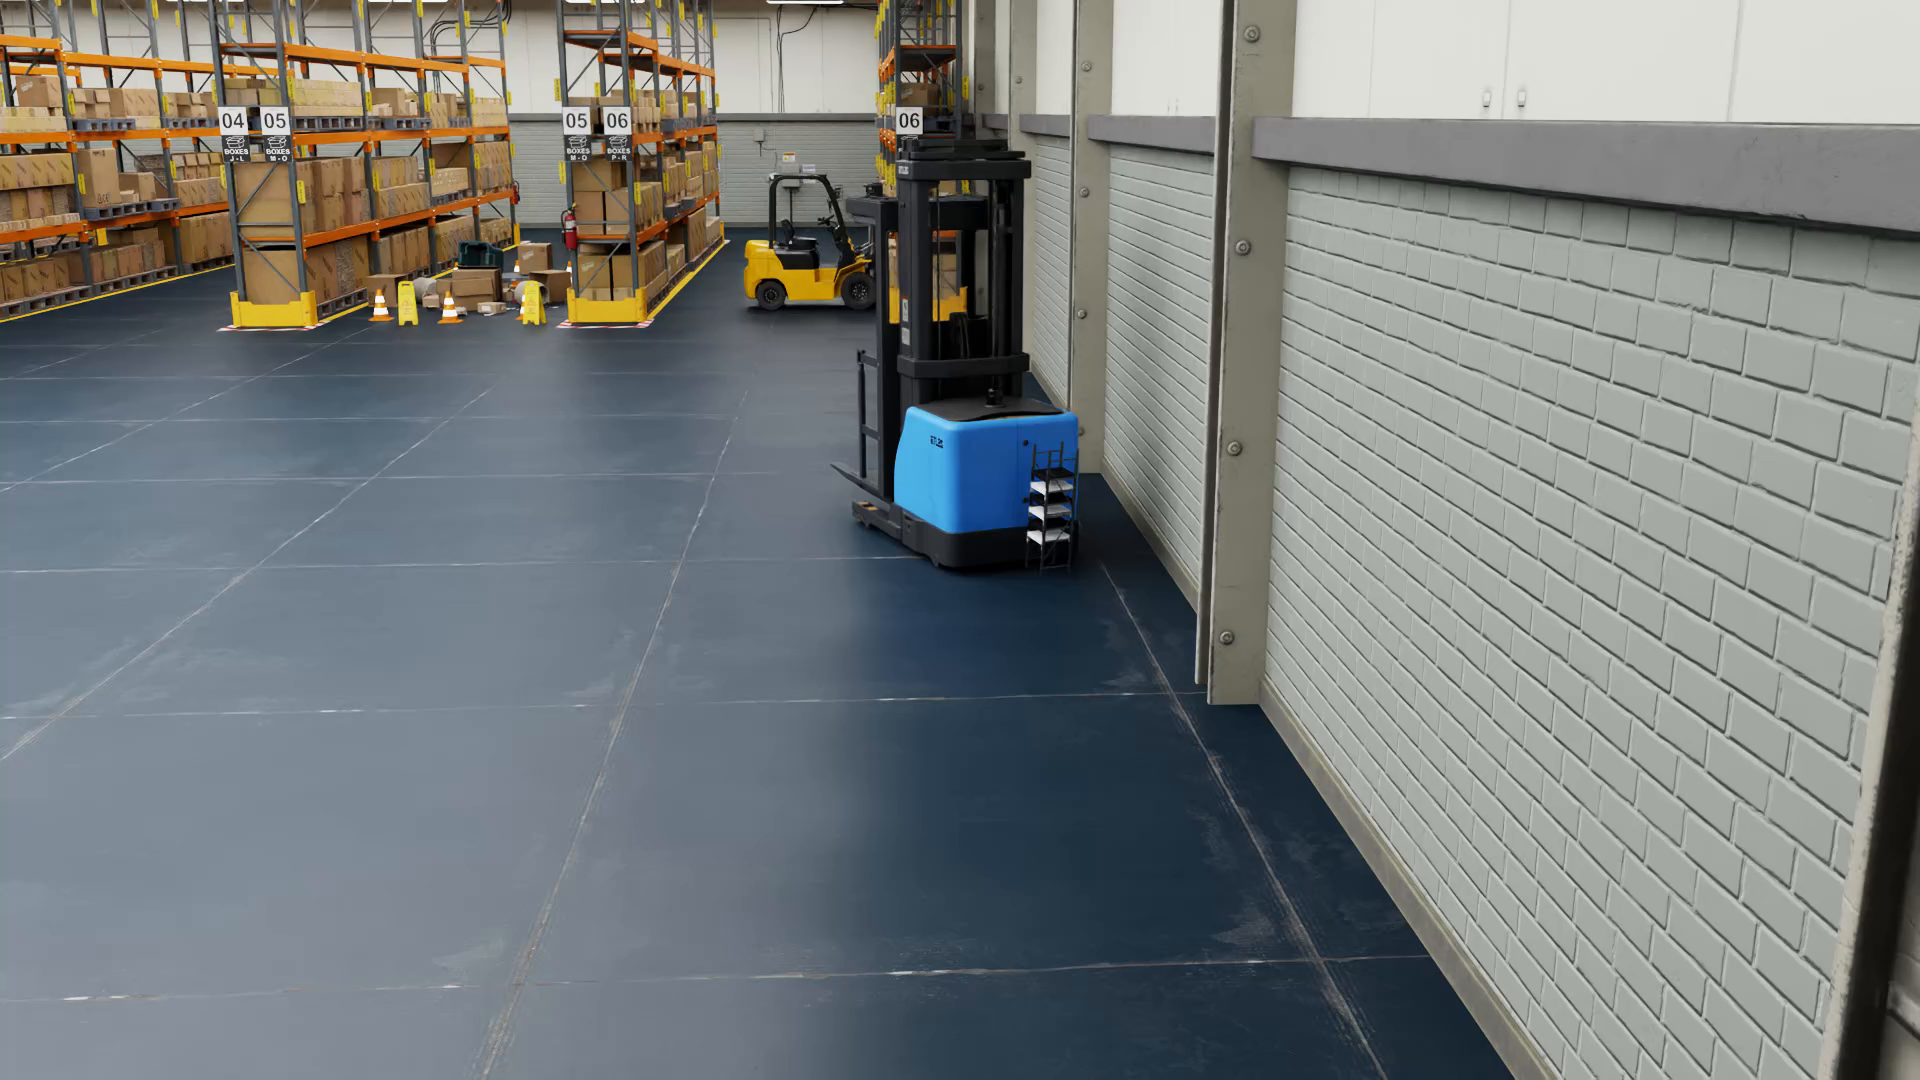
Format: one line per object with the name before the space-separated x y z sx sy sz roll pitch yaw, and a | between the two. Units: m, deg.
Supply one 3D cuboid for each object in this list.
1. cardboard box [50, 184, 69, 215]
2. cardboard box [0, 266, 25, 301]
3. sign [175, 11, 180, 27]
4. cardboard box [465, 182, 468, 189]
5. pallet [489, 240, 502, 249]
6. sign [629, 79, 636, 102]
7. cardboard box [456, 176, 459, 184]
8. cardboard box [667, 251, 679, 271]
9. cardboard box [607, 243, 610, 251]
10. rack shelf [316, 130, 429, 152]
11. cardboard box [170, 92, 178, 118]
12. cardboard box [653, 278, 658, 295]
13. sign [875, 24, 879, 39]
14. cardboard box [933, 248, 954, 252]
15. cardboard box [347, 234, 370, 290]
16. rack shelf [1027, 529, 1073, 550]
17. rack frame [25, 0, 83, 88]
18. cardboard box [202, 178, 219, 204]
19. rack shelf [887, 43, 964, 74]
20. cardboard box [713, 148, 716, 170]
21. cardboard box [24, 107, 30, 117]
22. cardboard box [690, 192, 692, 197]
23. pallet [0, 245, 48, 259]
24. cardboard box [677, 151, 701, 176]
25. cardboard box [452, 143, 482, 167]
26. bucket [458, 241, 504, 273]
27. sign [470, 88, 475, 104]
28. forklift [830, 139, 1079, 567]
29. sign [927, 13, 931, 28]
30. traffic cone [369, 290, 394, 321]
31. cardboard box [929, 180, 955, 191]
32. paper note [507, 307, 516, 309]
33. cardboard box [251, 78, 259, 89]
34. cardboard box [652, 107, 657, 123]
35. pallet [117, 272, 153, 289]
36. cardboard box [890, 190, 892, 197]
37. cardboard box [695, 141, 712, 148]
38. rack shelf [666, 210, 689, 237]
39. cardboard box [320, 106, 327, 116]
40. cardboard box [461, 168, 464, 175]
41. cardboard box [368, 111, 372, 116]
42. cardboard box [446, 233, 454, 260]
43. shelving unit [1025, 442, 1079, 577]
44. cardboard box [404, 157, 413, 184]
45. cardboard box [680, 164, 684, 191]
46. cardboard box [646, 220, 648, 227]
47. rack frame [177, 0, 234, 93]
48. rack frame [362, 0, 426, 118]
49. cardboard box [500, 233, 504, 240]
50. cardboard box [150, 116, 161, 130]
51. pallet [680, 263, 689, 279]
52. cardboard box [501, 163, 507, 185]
cardboard box | -15.602 -5.741 28.023 0.875 0.500 0.500 -1 14 -3
cardboard box | -15.433 -4.119 26.690 0.500 0.500 0.500 0 14 2
sign | -16.619 -11.083 35.350 0.100 0.325 0.005 -1 14 -3
cardboard box | -10.885 -7.689 36.051 0.380 0.149 0.250 -1 14 -5
pallet | -11.263 -6.823 38.620 1.003 0.211 1.213 -1 14 -3
sign | -4.888 -6.704 24.789 0.100 0.325 0.005 -1 14 -3
cardboard box | -10.834 -7.637 35.254 0.380 0.149 0.250 -1 14 -5
cardboard box | -5.805 -5.227 31.254 0.950 0.372 0.625 0 14 -2
cardboard box | -5.841 -4.717 26.708 0.380 0.149 0.250 -1 14 -3
rack shelf | -10.735 -7.315 30.360 1.077 0.370 4.000 -1 14 -3
cardboard box | -16.067 -8.725 33.353 0.500 0.500 0.500 0 14 0
cardboard box | -5.274 -4.159 27.346 0.500 0.250 0.500 0 14 0
sign | -2.008 -12.264 40.100 0.100 0.325 0.005 -1 14 -3
cardboard box | -0.371 -4.624 27.149 0.500 0.250 0.500 -1 14 -4
cardboard box | -10.642 -4.730 28.311 0.875 0.875 0.875 -1 14 -3
rack shelf | 0.624 -0.010 11.577 0.258 0.077 0.200 -7 22 -27
rack frame | -21.255 -11.475 39.065 1.000 3.000 0.127 -1 14 -3
cardboard box | -15.673 -7.210 34.328 0.500 0.500 0.500 -1 14 -3
rack shelf | -0.599 -7.758 26.866 1.077 0.370 4.000 -1 14 -3
cardboard box | -6.091 -9.086 39.612 0.500 0.500 0.500 -1 14 -3
cardboard box | -15.247 -6.896 26.789 0.380 0.149 0.250 0 14 -1
cardboard box | -5.754 -6.990 33.974 0.500 0.250 0.500 -1 14 -5
pallet | -21.091 -6.407 37.002 1.003 0.211 1.213 -1 14 -3
cardboard box | -5.855 -8.101 35.785 0.500 0.500 0.500 -1 14 -2
cardboard box | -10.892 -8.495 36.720 0.500 0.500 0.500 -1 14 -2
bucket | -8.302 -4.866 28.936 0.726 0.611 0.620 4 5 16
sign | -10.553 -9.606 35.993 0.100 0.325 0.005 -1 14 -3
forklift | -0.199 -1.551 12.674 1.130 2.935 3.031 -6 16 -23
sign | -0.665 -11.326 36.295 0.100 0.325 0.005 -1 14 -3
traffic cone | -8.979 -3.644 25.759 0.336 0.463 0.334 -1 14 -3
cardboard box | -0.283 -5.491 25.748 0.380 0.149 0.250 -1 14 -5
paper note | -7.377 -3.794 27.235 0.148 0.019 0.142 4 15 16
cardboard box | -10.737 -6.828 24.884 0.380 0.149 0.250 -1 14 -3
cardboard box | -5.349 -7.107 27.814 0.500 0.250 0.500 -1 14 -4
pallet | -15.696 -4.809 30.793 1.003 0.211 1.213 -1 14 -3
cardboard box | -0.956 -5.826 28.950 0.500 0.500 0.500 -1 14 -5
cardboard box | -6.084 -9.371 39.417 0.380 0.149 0.250 -1 14 -2
rack shelf | -5.801 -5.964 31.128 1.077 0.370 4.000 -1 14 -3
cardboard box | -10.143 -6.705 26.008 0.380 0.149 0.250 -1 14 -4
cardboard box | -10.870 -7.909 35.712 0.380 0.149 0.250 -1 14 -5
cardboard box | -10.400 -7.506 28.887 0.258 0.266 0.396 -1 14 -4
cardboard box | -10.683 -6.005 34.021 0.500 0.500 0.500 -1 14 -3
shelving unit | 0.635 -0.211 11.505 0.258 0.900 0.210 -7 22 -27
cardboard box | -10.809 -7.003 31.517 0.700 0.500 0.500 -1 14 -4
cardboard box | -5.576 -6.968 31.948 0.500 0.500 0.500 -1 14 -4
cardboard box | -5.292 -5.174 27.120 0.380 0.149 0.250 -1 14 -5
rack frame | -16.064 -10.557 35.496 1.000 3.000 0.127 -1 14 -3
rack frame | -10.859 -9.613 31.830 1.000 3.000 0.127 -1 14 -3
cardboard box | -10.960 -7.139 39.133 0.380 0.149 0.250 -2 15 -6
cardboard box | -15.542 -7.922 31.577 0.500 0.250 0.500 -1 14 -3
pallet | -5.878 -5.265 32.564 1.003 0.211 1.213 -1 14 -3
cardboard box | -11.043 -8.654 39.343 0.500 0.500 0.500 -1 14 -4
